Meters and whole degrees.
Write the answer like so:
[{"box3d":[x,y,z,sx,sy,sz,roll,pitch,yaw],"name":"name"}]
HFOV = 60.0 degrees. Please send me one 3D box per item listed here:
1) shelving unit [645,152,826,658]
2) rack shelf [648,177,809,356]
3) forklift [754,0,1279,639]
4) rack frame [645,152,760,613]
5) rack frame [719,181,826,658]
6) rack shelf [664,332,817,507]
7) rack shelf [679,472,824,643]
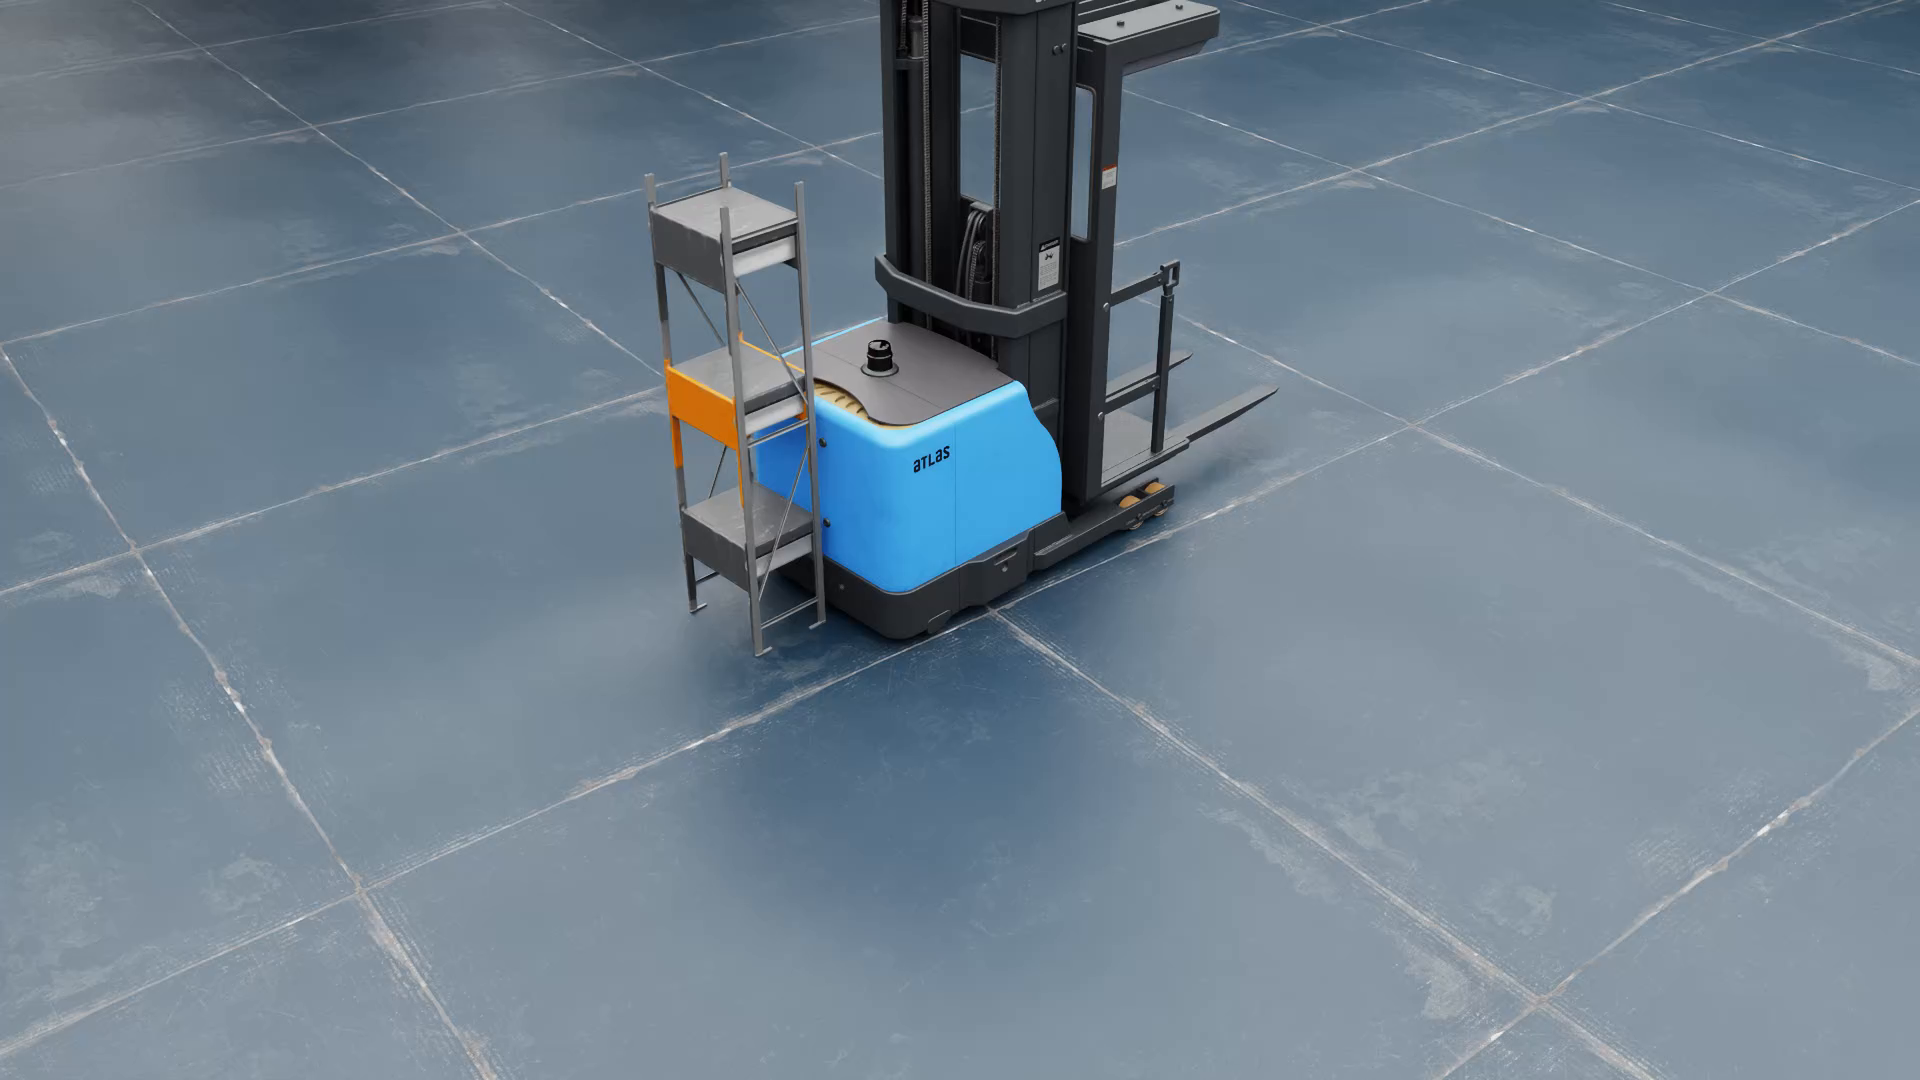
[{"box3d":[-0.935,-0.535,7.122,0.431,2.100,0.503,-27,41,-36],"name":"shelving unit"},{"box3d":[-0.935,-1.118,6.759,0.431,0.518,0.480,-27,41,-36],"name":"rack shelf"},{"box3d":[0.447,-1.474,7.845,3.031,2.935,1.130,-27,41,-36],"name":"forklift"},{"box3d":[-1.104,-0.628,7.270,0.400,2.100,0.015,-27,41,-36],"name":"rack frame"},{"box3d":[-0.765,-0.443,6.973,0.400,2.100,0.015,-27,41,-36],"name":"rack frame"},{"box3d":[-0.935,-0.524,7.129,0.431,0.518,0.480,-27,41,-36],"name":"rack shelf"},{"box3d":[-0.935,0.071,7.498,0.431,0.518,0.480,-27,41,-36],"name":"rack shelf"}]
